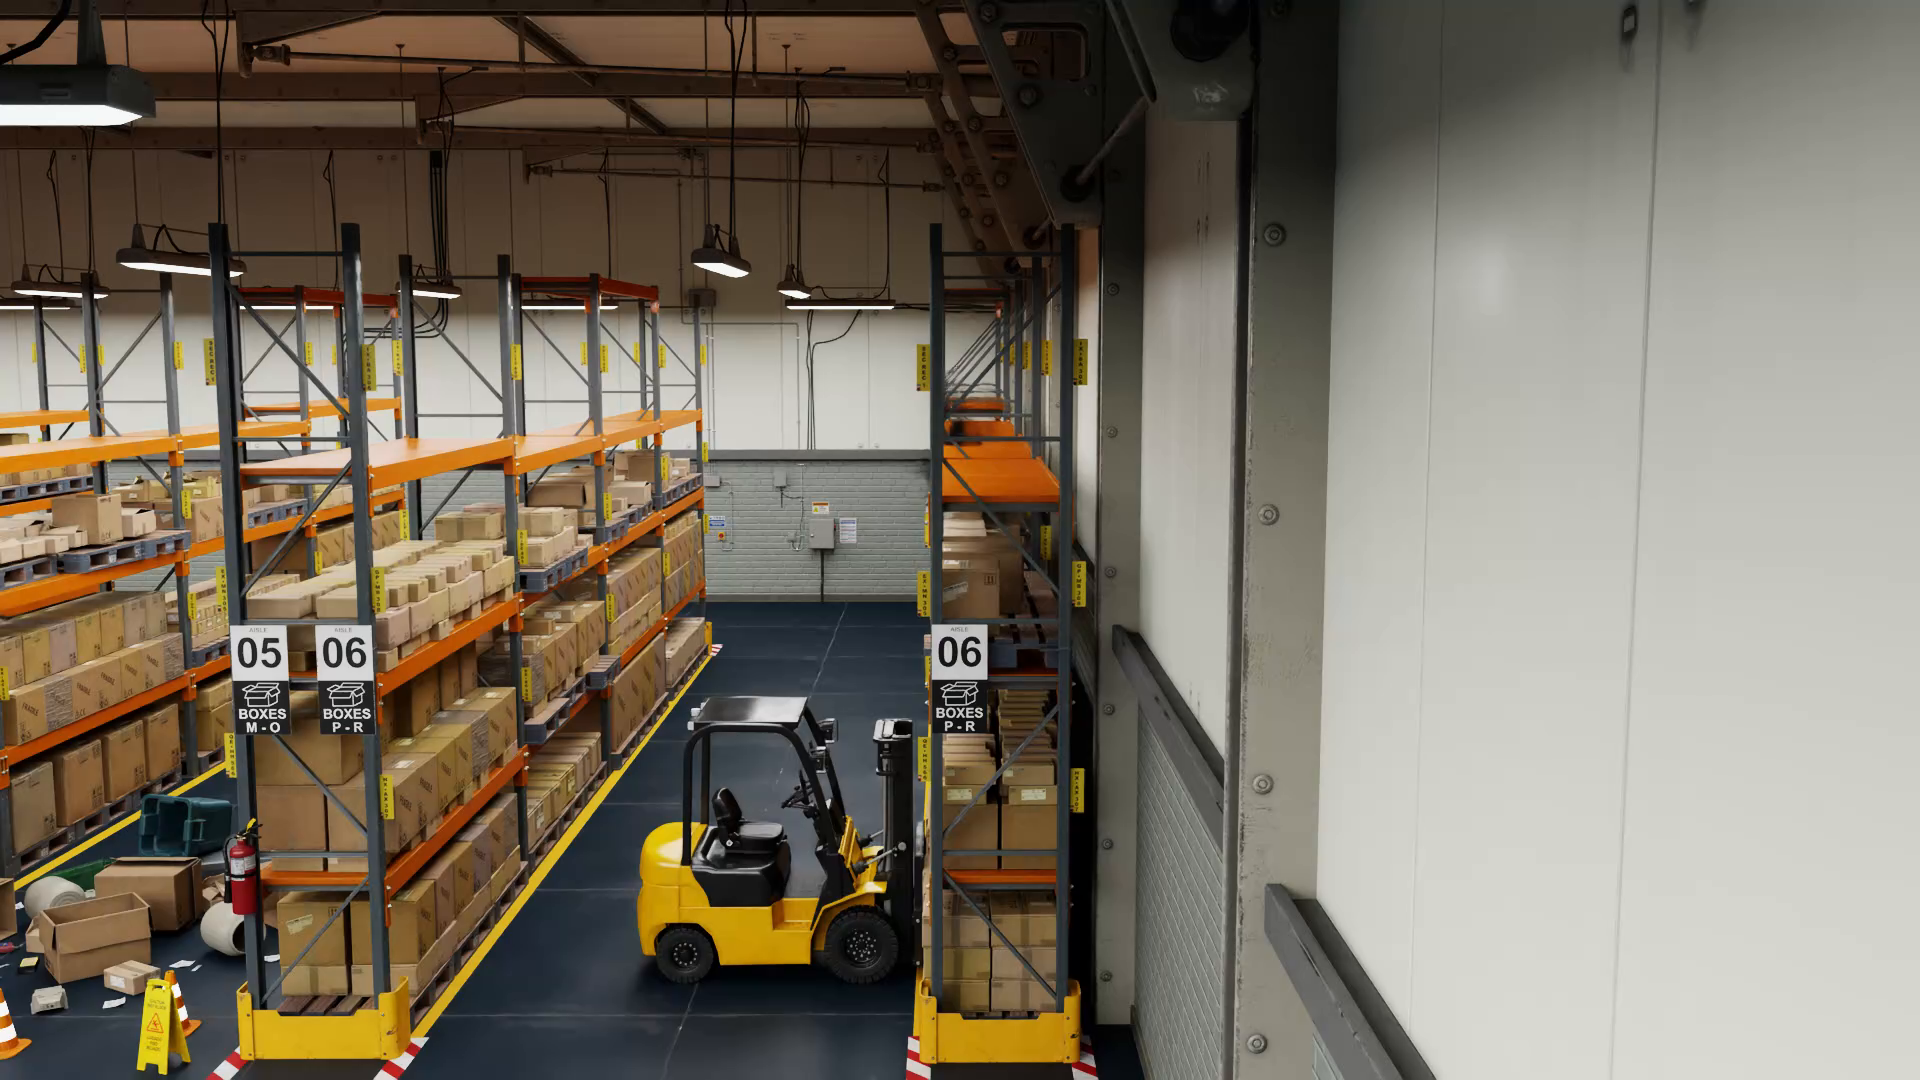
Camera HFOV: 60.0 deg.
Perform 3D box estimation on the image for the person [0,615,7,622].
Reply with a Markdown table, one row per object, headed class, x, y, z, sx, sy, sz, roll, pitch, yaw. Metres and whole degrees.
| class | x | y | z | sx | sy | sz | roll | pitch | yaw |
| --- | --- | --- | --- | --- | --- | --- | --- | --- | --- |
| person | -12.888 | 1.774 | 22.192 | 0.654 | 1.647 | 0.601 | 0 | 7 | 0 |
